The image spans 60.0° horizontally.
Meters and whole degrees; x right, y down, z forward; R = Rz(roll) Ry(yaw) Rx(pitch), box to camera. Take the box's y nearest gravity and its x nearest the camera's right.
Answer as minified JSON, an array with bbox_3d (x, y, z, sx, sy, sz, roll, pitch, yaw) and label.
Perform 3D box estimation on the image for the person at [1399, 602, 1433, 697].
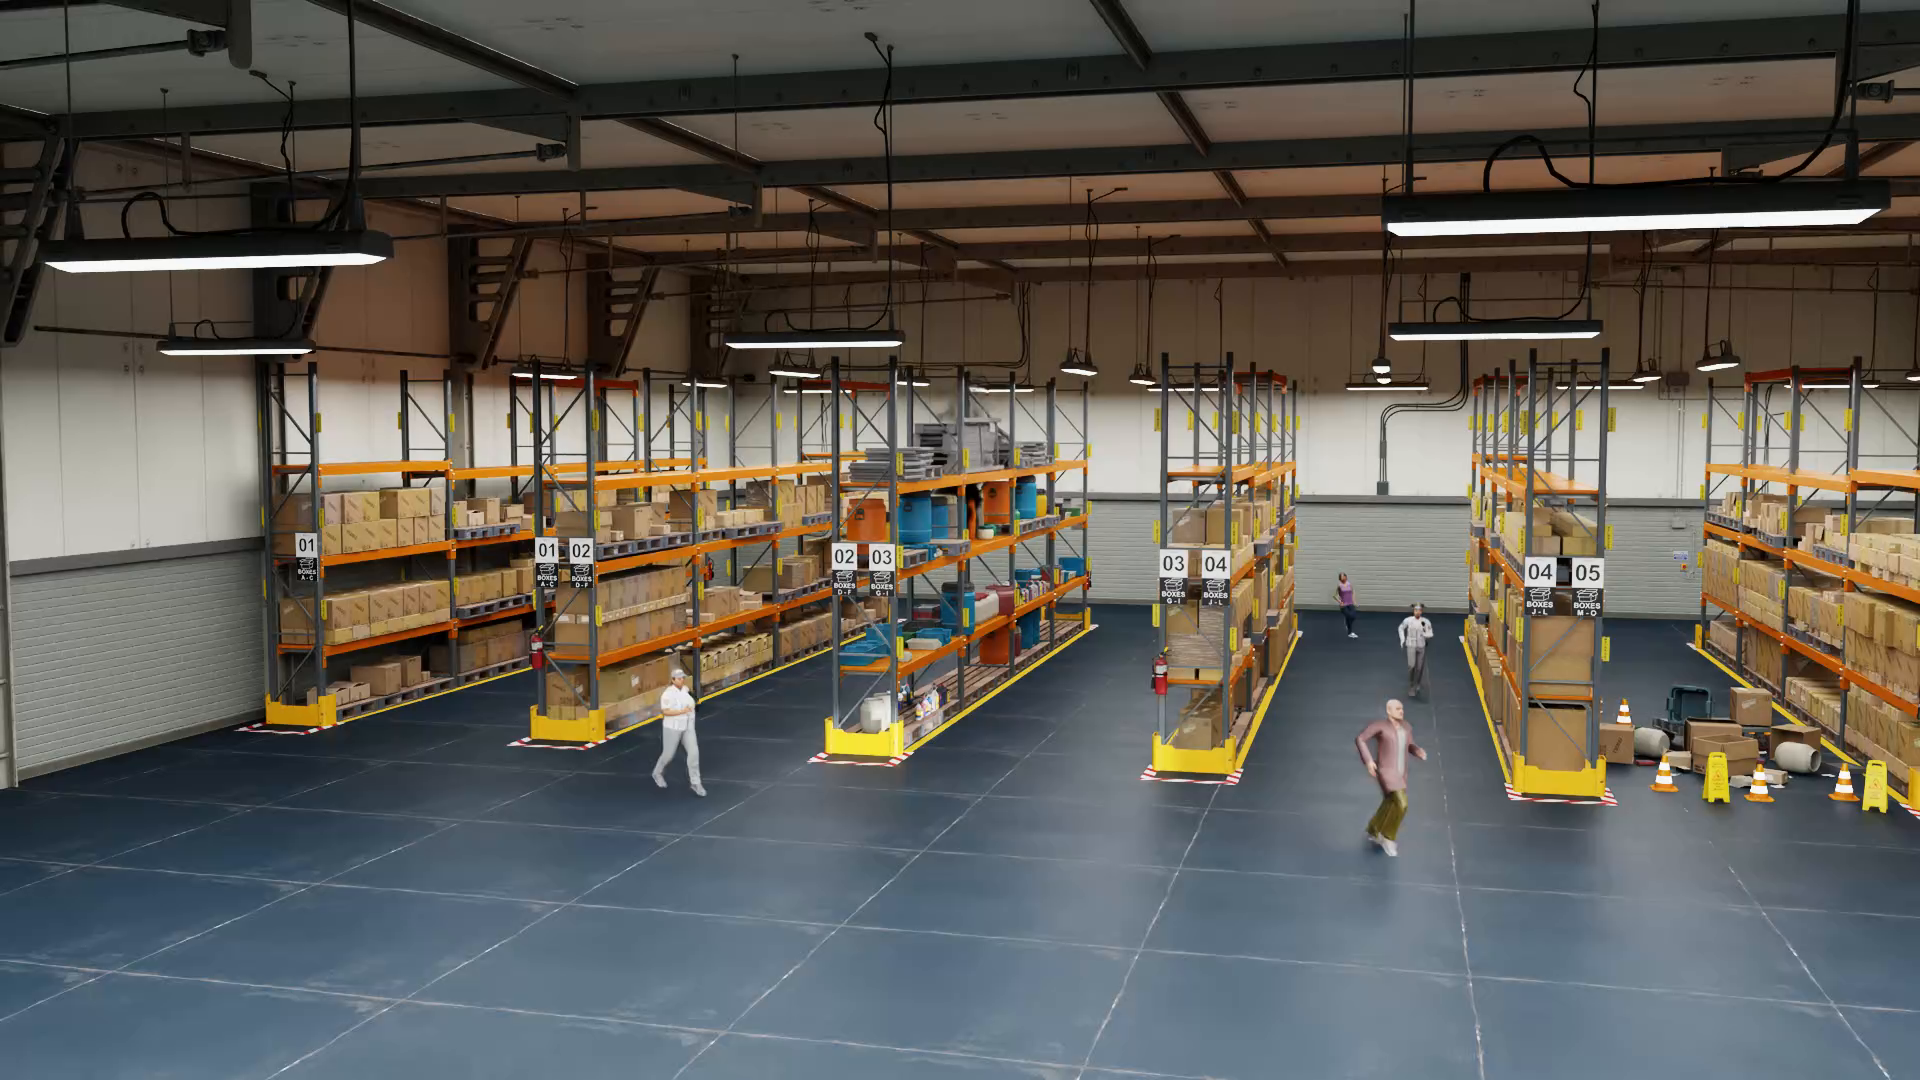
[{"bbox_3d":[8.388,2.011,30.575,0.576,1.749,0.732,0,4,7],"label":"person"}]

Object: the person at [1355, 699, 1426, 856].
[{"bbox_3d":[5.061,2.766,19.434,0.693,1.823,0.808,-3,5,-38],"label":"person"}]

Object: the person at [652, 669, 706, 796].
[{"bbox_3d":[-3.803,2.574,22.478,0.904,1.683,0.595,4,5,43],"label":"person"}]

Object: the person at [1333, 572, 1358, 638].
[{"bbox_3d":[8.980,1.517,38.764,0.572,1.516,0.492,-1,4,-12],"label":"person"}]
